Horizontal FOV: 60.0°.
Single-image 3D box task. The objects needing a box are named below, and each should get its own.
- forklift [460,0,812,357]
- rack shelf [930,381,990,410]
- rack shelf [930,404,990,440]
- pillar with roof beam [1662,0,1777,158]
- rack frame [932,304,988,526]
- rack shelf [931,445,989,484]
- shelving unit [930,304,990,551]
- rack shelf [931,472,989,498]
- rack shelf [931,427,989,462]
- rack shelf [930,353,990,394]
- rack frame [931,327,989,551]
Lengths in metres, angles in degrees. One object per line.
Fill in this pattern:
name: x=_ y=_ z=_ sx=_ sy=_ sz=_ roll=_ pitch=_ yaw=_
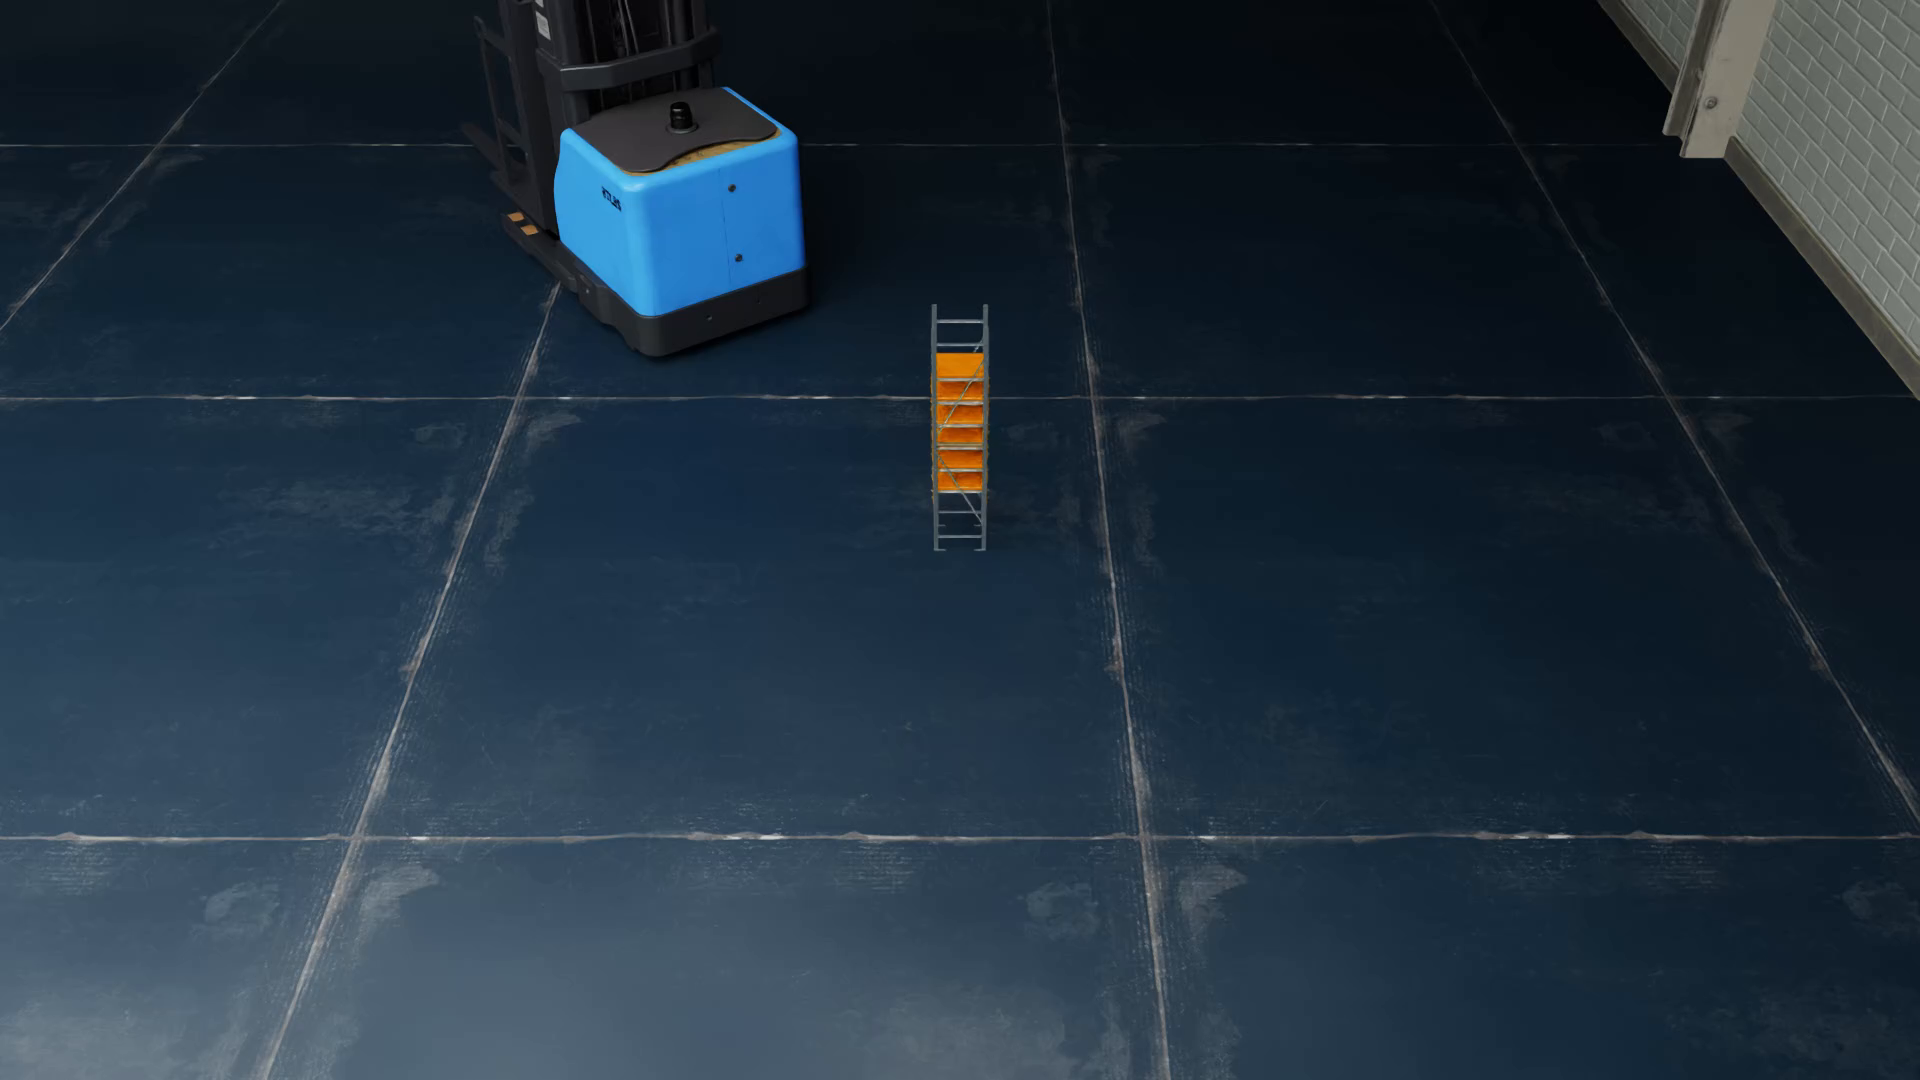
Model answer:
forklift: x=-2.090 y=-3.000 z=9.150 sx=1.130 sy=2.935 sz=3.031 roll=-24 pitch=44 yaw=-27
rack shelf: x=0.000 y=-0.630 z=7.264 sx=0.258 sy=0.103 sz=0.180 roll=0 pitch=39 yaw=0
rack shelf: x=0.000 y=-0.536 z=7.339 sx=0.258 sy=0.103 sz=0.180 roll=0 pitch=39 yaw=0
pillar with roof beam: x=0.565 y=-6.130 z=8.203 sx=9.100 sy=9.000 sz=0.400 roll=0 pitch=39 yaw=0
rack frame: x=0.000 y=-0.534 z=7.457 sx=0.240 sy=1.200 sz=0.006 roll=0 pitch=39 yaw=0
rack shelf: x=0.000 y=-0.349 z=7.489 sx=0.258 sy=0.103 sz=0.180 roll=0 pitch=39 yaw=0
shelving unit: x=0.000 y=-0.477 z=7.386 sx=0.258 sy=1.200 sz=0.189 roll=0 pitch=39 yaw=0
rack shelf: x=0.000 y=-0.255 z=7.564 sx=0.258 sy=0.103 sz=0.180 roll=0 pitch=39 yaw=0
rack shelf: x=0.000 y=-0.443 z=7.414 sx=0.258 sy=0.103 sz=0.180 roll=0 pitch=39 yaw=0
rack shelf: x=0.000 y=-0.724 z=7.189 sx=0.258 sy=0.103 sz=0.180 roll=0 pitch=39 yaw=0
rack frame: x=0.000 y=-0.420 z=7.315 sx=0.240 sy=1.200 sz=0.006 roll=0 pitch=39 yaw=0
